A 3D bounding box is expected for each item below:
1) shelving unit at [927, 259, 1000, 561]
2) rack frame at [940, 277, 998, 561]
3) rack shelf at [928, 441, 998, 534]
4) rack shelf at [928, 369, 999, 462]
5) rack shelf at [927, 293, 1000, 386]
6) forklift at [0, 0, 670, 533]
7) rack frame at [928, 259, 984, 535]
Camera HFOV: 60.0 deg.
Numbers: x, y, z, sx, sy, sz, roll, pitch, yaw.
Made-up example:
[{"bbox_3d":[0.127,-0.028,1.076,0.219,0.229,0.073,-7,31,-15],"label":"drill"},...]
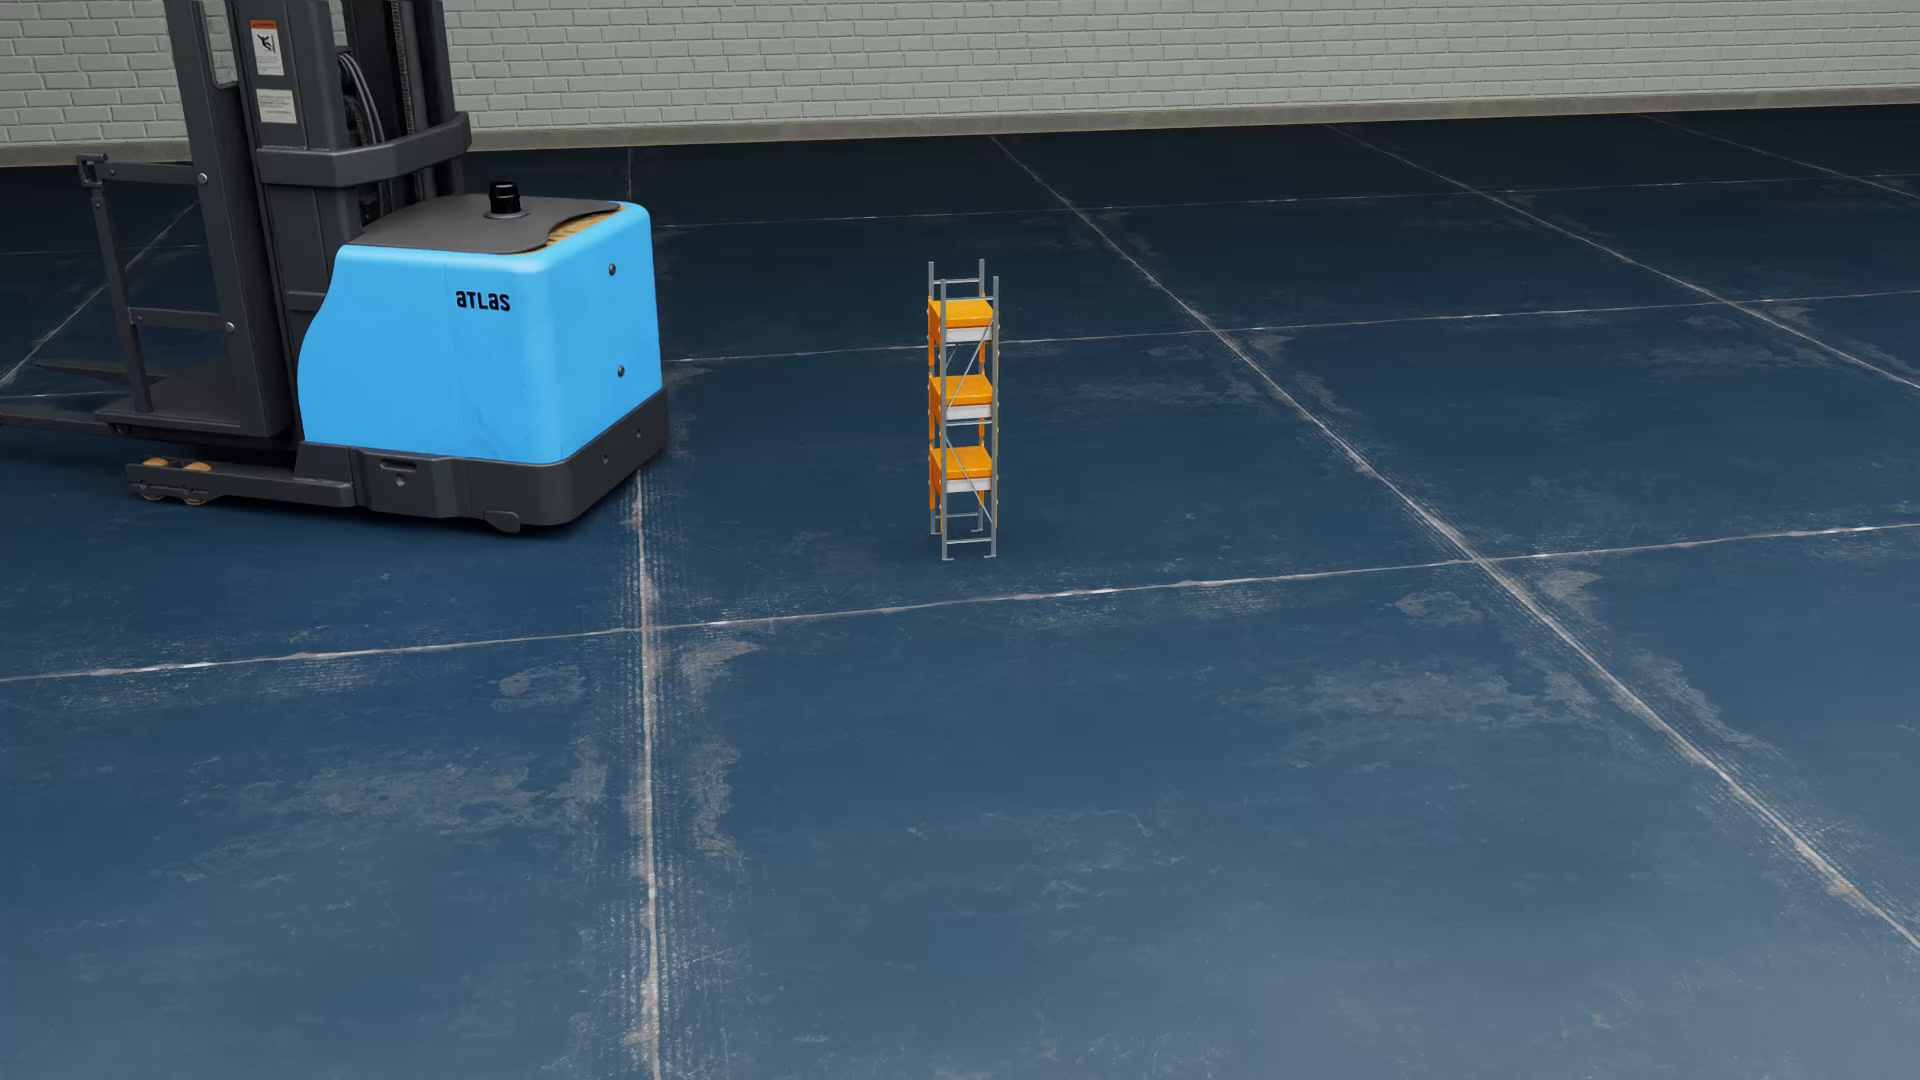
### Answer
[{"bbox_3d":[0.010,-0.460,5.992,0.215,1.050,0.252,-4,24,-10],"label":"shelving unit"},{"bbox_3d":[0.032,-0.412,5.882,0.200,1.050,0.008,-4,24,-10],"label":"rack frame"},{"bbox_3d":[0.010,-0.196,6.107,0.215,0.259,0.240,-4,24,-10],"label":"rack shelf"},{"bbox_3d":[0.010,-0.450,5.996,0.215,0.259,0.240,-4,24,-10],"label":"rack shelf"},{"bbox_3d":[0.010,-0.710,5.882,0.215,0.259,0.240,-4,24,-10],"label":"rack shelf"},{"bbox_3d":[-2.801,-1.677,6.427,3.031,2.935,1.130,6,24,13],"label":"forklift"},{"bbox_3d":[-0.013,-0.508,6.102,0.200,1.050,0.008,-4,24,-10],"label":"rack frame"}]
